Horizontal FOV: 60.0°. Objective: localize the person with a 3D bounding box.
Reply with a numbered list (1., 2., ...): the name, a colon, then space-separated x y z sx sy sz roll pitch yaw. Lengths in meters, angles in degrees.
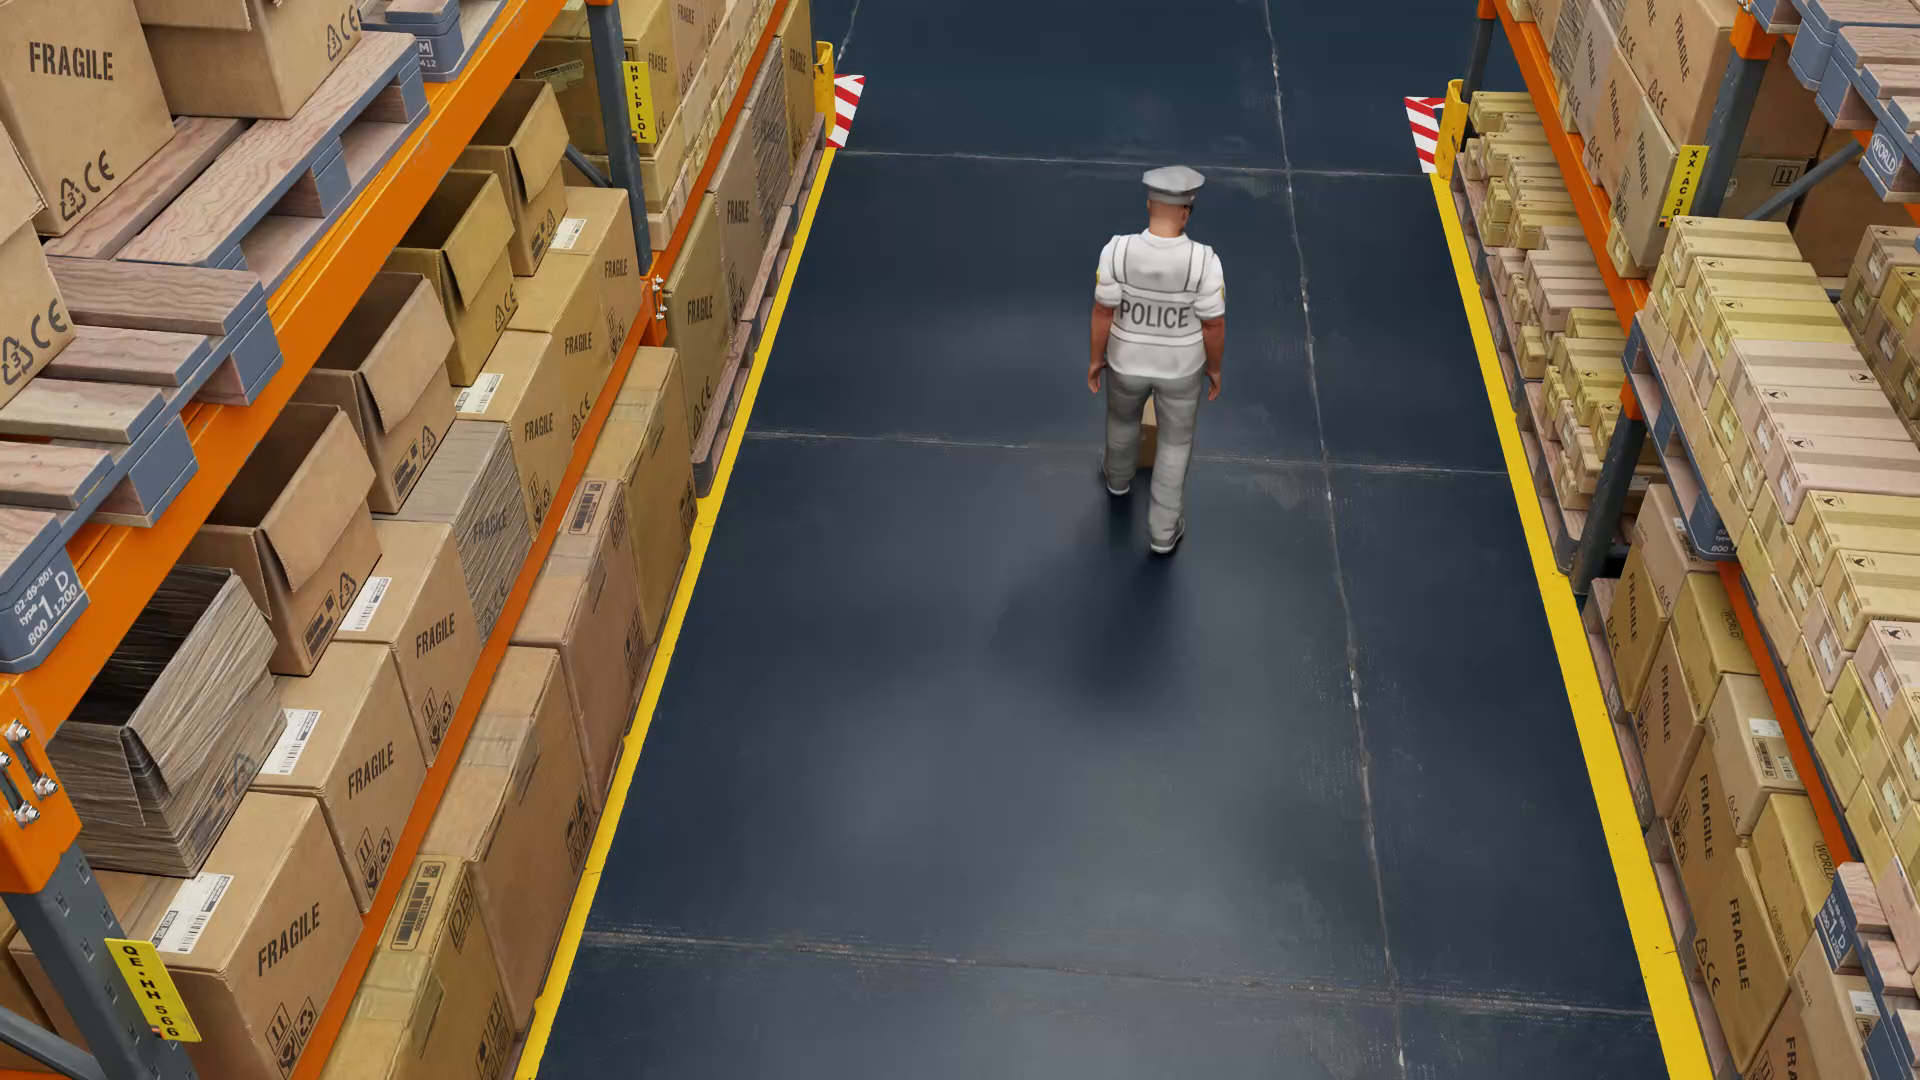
1. person: 0.852 -0.816 7.131 0.568 1.727 0.736 8 41 10
